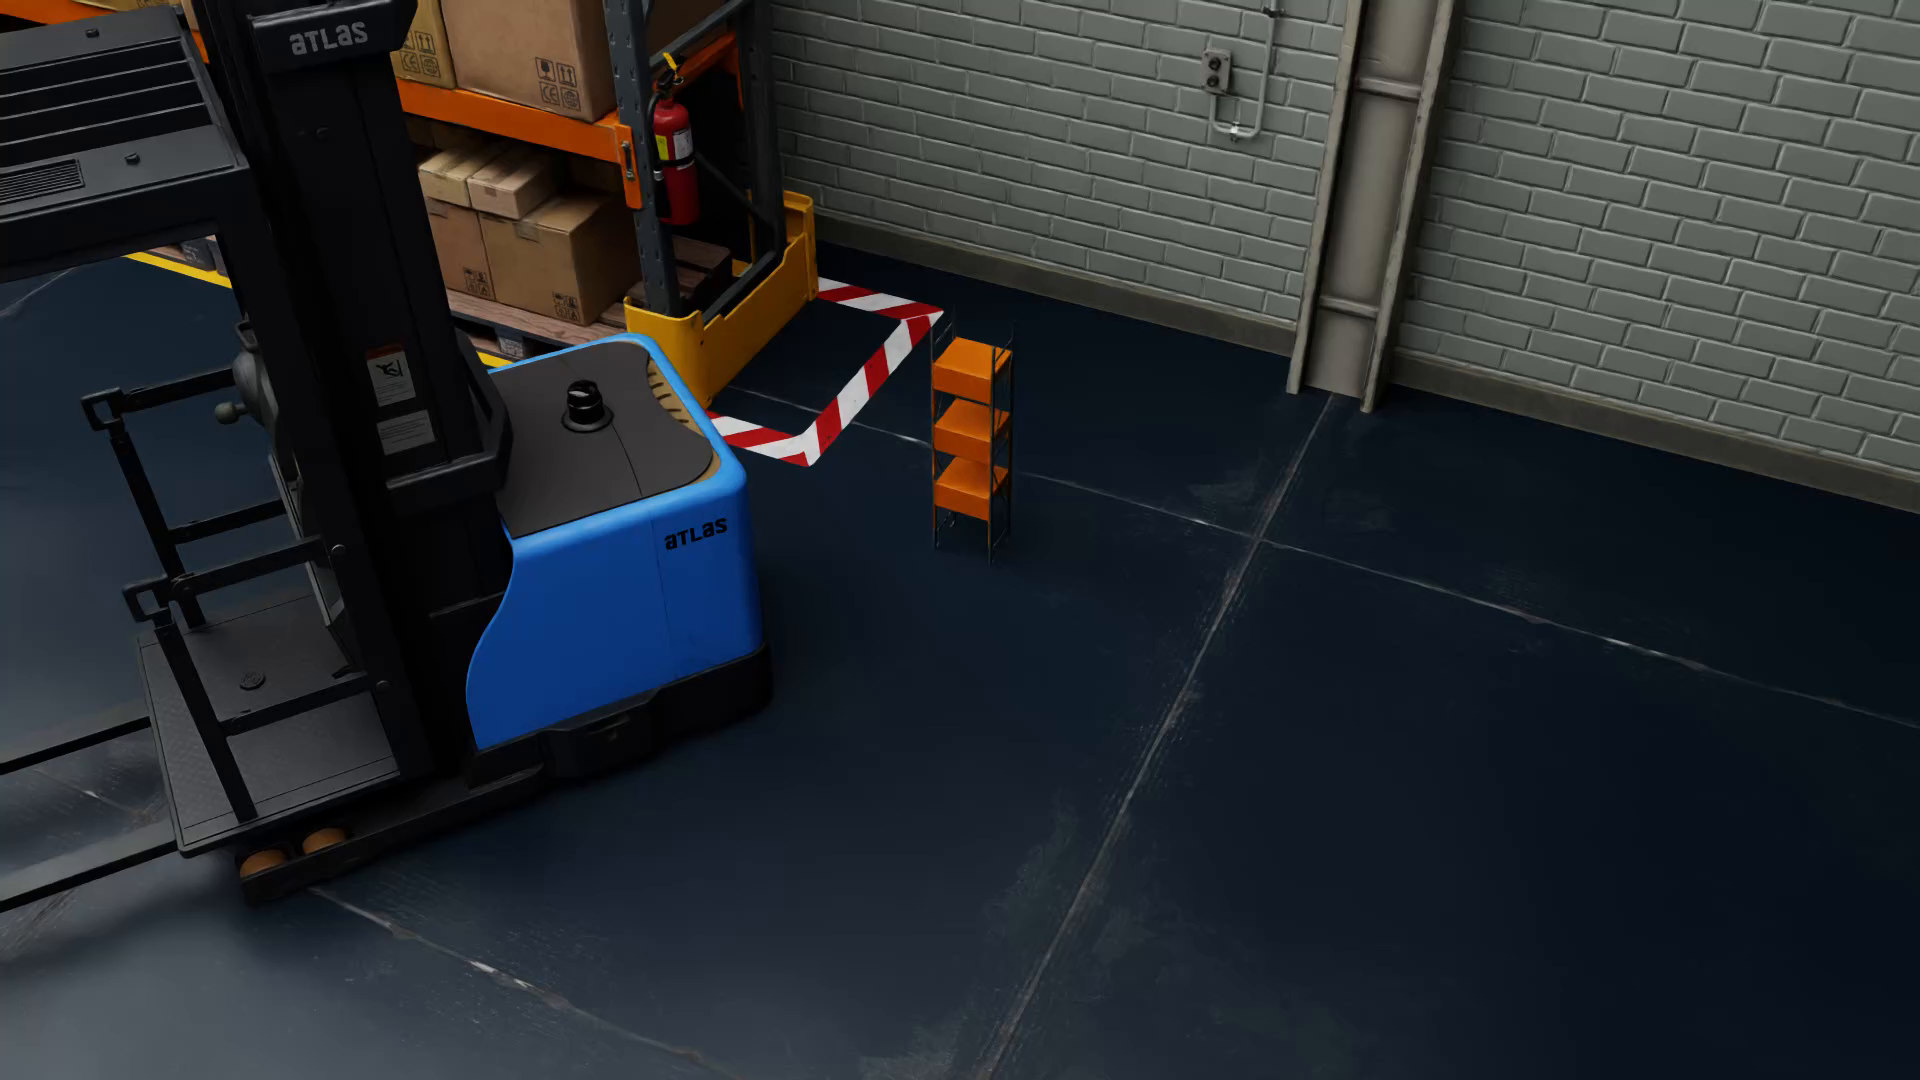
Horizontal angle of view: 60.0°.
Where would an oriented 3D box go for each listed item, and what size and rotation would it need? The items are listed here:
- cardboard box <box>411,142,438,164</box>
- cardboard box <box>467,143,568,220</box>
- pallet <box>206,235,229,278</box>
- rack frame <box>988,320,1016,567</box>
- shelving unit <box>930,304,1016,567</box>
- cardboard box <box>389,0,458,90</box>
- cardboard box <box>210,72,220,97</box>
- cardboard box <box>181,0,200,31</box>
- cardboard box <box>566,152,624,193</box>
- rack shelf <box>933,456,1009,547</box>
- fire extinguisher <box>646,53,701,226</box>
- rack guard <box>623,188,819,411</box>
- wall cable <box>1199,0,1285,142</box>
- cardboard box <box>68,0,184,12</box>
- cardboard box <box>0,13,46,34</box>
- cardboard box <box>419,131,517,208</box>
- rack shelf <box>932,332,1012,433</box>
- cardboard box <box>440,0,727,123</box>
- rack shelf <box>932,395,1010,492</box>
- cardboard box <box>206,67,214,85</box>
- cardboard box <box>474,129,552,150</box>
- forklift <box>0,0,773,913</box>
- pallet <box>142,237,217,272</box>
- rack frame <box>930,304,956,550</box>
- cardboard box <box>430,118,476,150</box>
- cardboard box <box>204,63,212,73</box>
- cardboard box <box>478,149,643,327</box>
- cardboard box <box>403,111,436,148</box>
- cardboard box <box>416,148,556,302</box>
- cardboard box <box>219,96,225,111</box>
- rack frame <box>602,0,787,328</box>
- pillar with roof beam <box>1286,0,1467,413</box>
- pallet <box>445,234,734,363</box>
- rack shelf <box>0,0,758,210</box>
[{"bbox_3d":[-2.681,-1.702,8.011,0.500,0.500,0.700,16,43,17],"label":"cardboard box"},{"bbox_3d":[-1.965,-1.597,7.395,0.250,0.149,0.380,16,44,18],"label":"cardboard box"},{"bbox_3d":[-2.954,-1.536,8.361,1.213,0.211,1.003,17,44,19],"label":"pallet"},{"bbox_3d":[0.159,-0.348,6.350,0.008,1.050,0.200,17,44,19],"label":"rack frame"},{"bbox_3d":[0.048,-0.382,6.389,0.252,1.050,0.215,17,44,19],"label":"shelving unit"},{"bbox_3d":[-2.225,-2.519,7.137,0.700,0.700,0.980,17,44,18],"label":"cardboard box"},{"bbox_3d":[-3.632,-1.989,8.342,0.500,0.500,0.700,17,44,18],"label":"cardboard box"},{"bbox_3d":[-2.912,-2.736,7.387,0.700,0.700,0.980,15,43,17],"label":"cardboard box"},{"bbox_3d":[-1.574,-1.754,7.576,0.250,0.149,0.380,17,44,19],"label":"cardboard box"},{"bbox_3d":[0.048,-0.164,6.578,0.240,0.259,0.215,17,44,19],"label":"rack shelf"},{"bbox_3d":[-1.153,-1.590,6.638,0.183,0.674,0.296,17,44,19],"label":"fire extinguisher"},{"bbox_3d":[-1.073,-1.125,7.666,0.348,0.500,1.175,17,44,19],"label":"rack guard"},{"bbox_3d":[0.465,-2.667,6.761,1.851,1.984,0.084,17,44,19],"label":"wall cable"},{"bbox_3d":[-3.576,-2.932,7.613,0.700,0.700,0.980,16,43,18],"label":"cardboard box"},{"bbox_3d":[-5.364,-2.633,8.818,0.750,0.750,0.750,17,44,19],"label":"cardboard box"},{"bbox_3d":[-2.197,-1.667,7.476,0.250,0.149,0.380,18,44,20],"label":"cardboard box"},{"bbox_3d":[0.048,-0.588,6.210,0.240,0.259,0.215,17,44,19],"label":"rack shelf"},{"bbox_3d":[-1.561,-2.325,6.913,0.700,0.700,0.980,19,44,21],"label":"cardboard box"},{"bbox_3d":[0.048,-0.374,6.396,0.240,0.259,0.215,17,44,19],"label":"rack shelf"},{"bbox_3d":[-3.852,-2.172,8.058,0.250,0.149,0.380,18,44,20],"label":"cardboard box"},{"bbox_3d":[-2.033,-1.893,7.737,0.250,0.149,0.380,17,44,19],"label":"cardboard box"},{"bbox_3d":[-2.225,-0.337,4.900,3.031,2.935,1.130,-19,44,-21],"label":"forklift"},{"bbox_3d":[-4.064,-1.873,8.750,1.213,0.211,1.003,17,44,19],"label":"pallet"},{"bbox_3d":[-0.062,-0.416,6.428,0.008,1.050,0.200,17,44,19],"label":"rack frame"},{"bbox_3d":[-2.260,-1.963,7.817,0.250,0.149,0.380,17,44,19],"label":"cardboard box"},{"bbox_3d":[-4.085,-2.130,8.505,0.500,0.500,0.700,18,44,19],"label":"cardboard box"},{"bbox_3d":[-1.771,-1.424,7.691,0.500,0.500,0.700,17,44,19],"label":"cardboard box"},{"bbox_3d":[-2.491,-2.033,7.898,0.250,0.149,0.380,18,44,19],"label":"cardboard box"},{"bbox_3d":[-2.225,-1.563,7.851,0.500,0.500,0.700,17,44,19],"label":"cardboard box"},{"bbox_3d":[-3.379,-2.027,7.891,0.250,0.149,0.380,16,43,17],"label":"cardboard box"},{"bbox_3d":[-1.095,-2.076,6.855,0.127,3.000,1.000,17,44,19],"label":"rack frame"},{"bbox_3d":[-0.102,-1.553,1.672,0.400,9.000,9.100,17,44,19],"label":"pillar with roof beam"},{"bbox_3d":[-1.853,-1.197,7.970,1.213,0.211,1.003,17,44,19],"label":"pallet"},{"bbox_3d":[-2.907,-2.358,7.729,4.000,0.370,1.077,17,44,19],"label":"rack shelf"}]
